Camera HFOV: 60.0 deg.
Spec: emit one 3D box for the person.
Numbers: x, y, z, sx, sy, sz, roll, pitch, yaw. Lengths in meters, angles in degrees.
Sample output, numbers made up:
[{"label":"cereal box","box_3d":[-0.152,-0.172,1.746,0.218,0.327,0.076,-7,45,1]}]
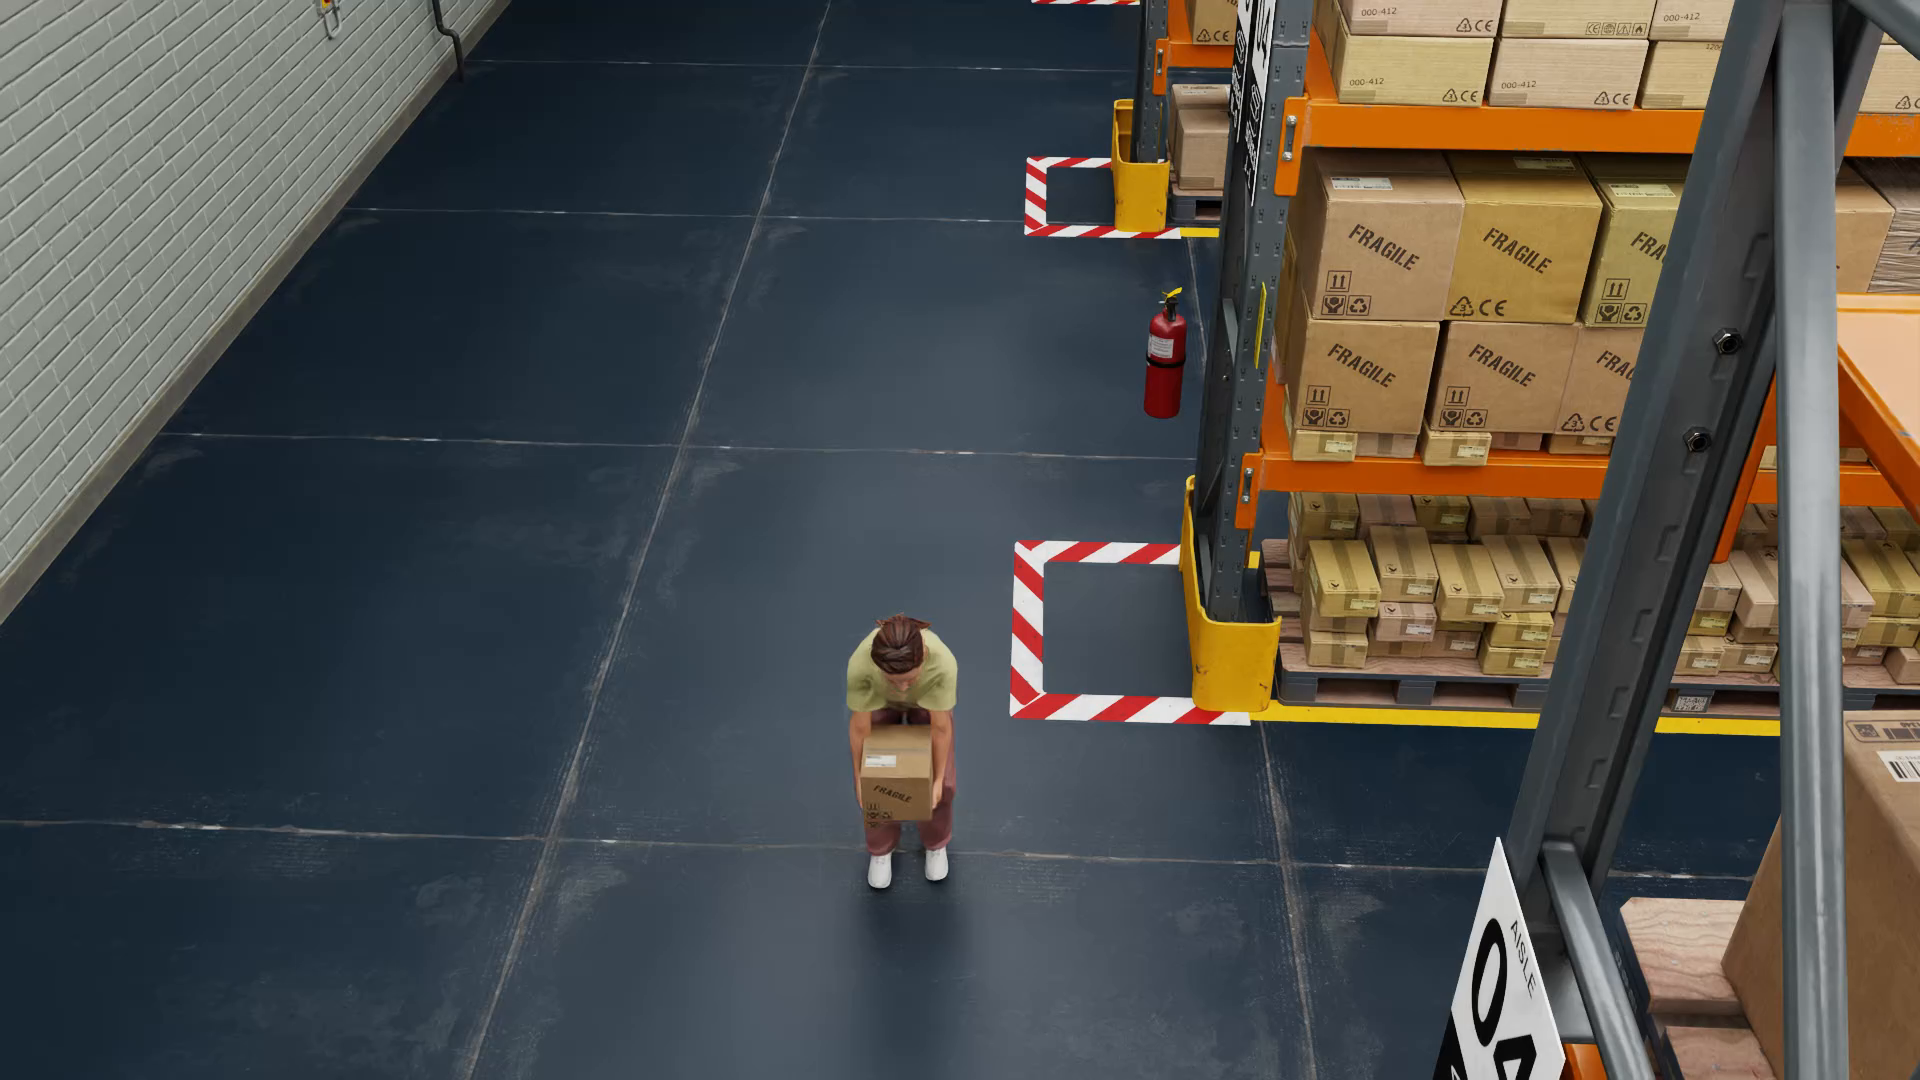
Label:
[{"label":"person","box_3d":[-0.210,0.763,6.223,0.406,1.489,0.684,1,36,1]}]
